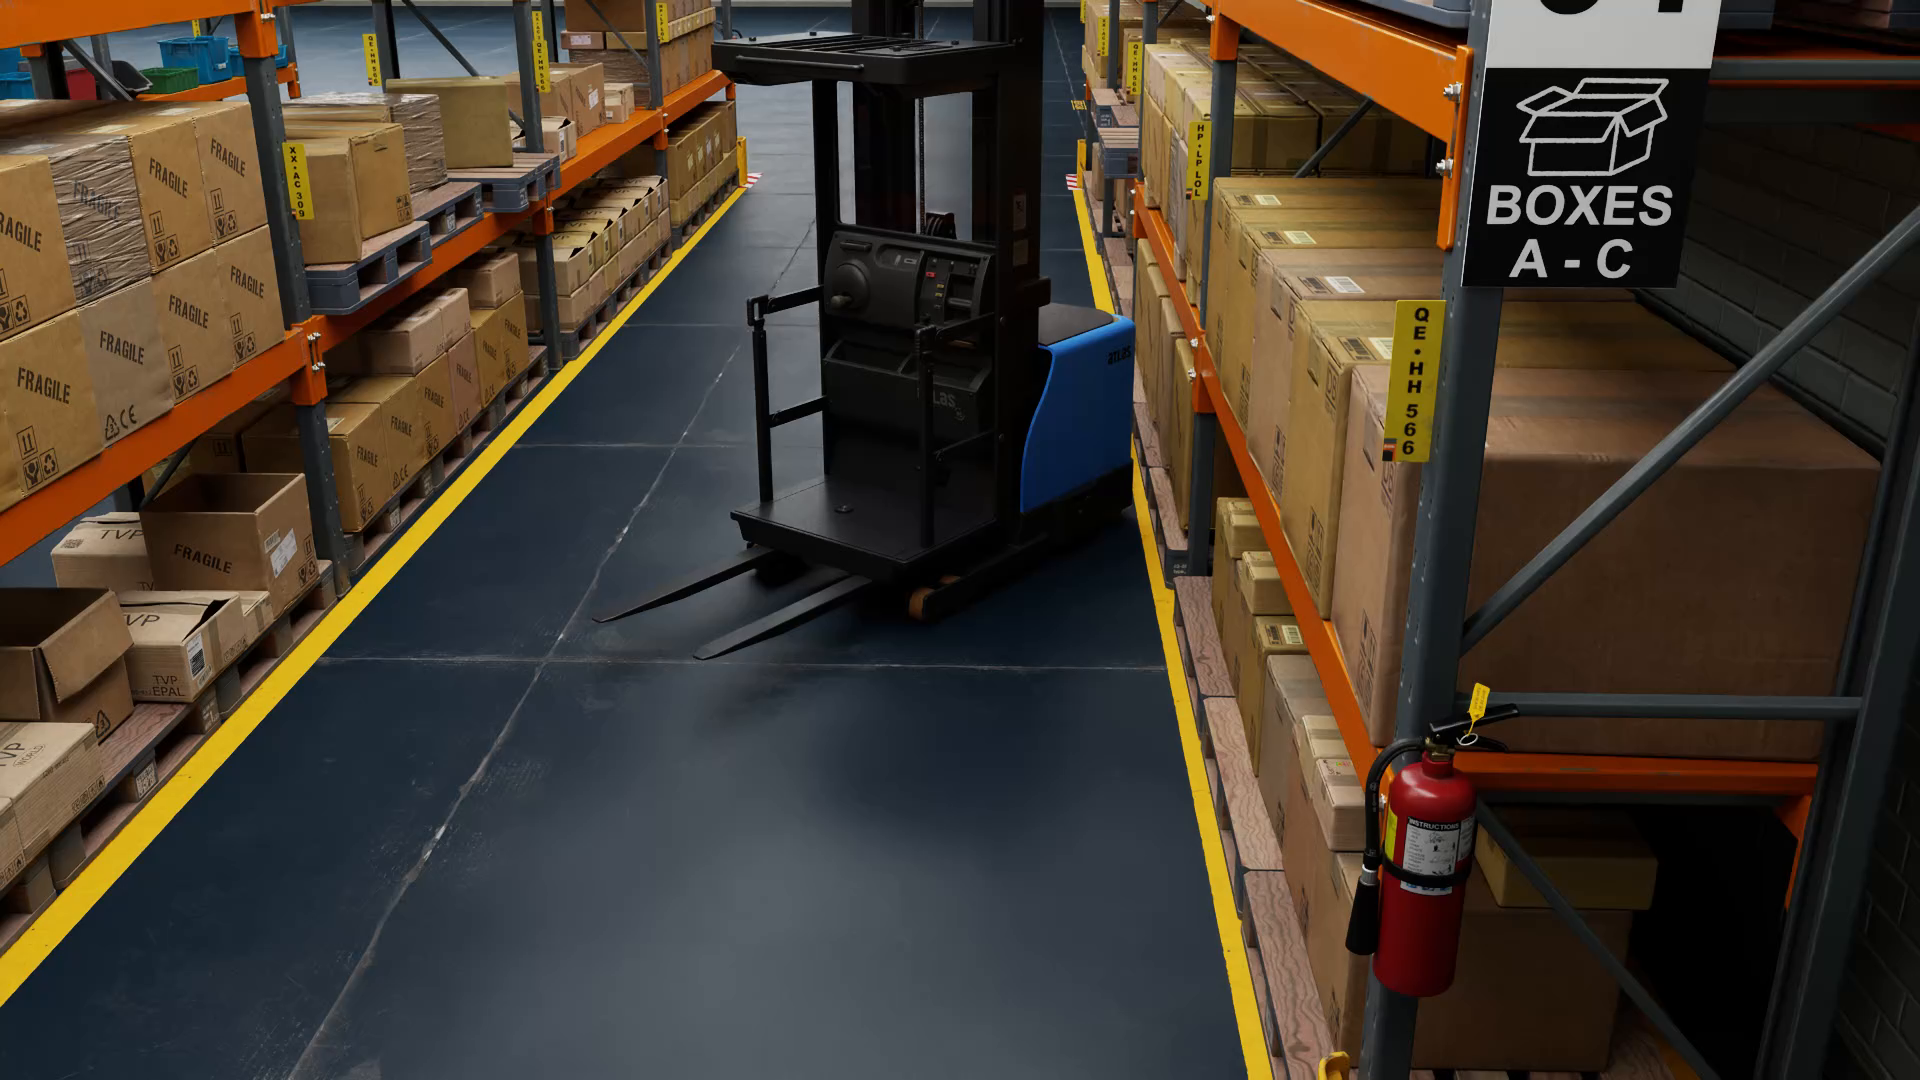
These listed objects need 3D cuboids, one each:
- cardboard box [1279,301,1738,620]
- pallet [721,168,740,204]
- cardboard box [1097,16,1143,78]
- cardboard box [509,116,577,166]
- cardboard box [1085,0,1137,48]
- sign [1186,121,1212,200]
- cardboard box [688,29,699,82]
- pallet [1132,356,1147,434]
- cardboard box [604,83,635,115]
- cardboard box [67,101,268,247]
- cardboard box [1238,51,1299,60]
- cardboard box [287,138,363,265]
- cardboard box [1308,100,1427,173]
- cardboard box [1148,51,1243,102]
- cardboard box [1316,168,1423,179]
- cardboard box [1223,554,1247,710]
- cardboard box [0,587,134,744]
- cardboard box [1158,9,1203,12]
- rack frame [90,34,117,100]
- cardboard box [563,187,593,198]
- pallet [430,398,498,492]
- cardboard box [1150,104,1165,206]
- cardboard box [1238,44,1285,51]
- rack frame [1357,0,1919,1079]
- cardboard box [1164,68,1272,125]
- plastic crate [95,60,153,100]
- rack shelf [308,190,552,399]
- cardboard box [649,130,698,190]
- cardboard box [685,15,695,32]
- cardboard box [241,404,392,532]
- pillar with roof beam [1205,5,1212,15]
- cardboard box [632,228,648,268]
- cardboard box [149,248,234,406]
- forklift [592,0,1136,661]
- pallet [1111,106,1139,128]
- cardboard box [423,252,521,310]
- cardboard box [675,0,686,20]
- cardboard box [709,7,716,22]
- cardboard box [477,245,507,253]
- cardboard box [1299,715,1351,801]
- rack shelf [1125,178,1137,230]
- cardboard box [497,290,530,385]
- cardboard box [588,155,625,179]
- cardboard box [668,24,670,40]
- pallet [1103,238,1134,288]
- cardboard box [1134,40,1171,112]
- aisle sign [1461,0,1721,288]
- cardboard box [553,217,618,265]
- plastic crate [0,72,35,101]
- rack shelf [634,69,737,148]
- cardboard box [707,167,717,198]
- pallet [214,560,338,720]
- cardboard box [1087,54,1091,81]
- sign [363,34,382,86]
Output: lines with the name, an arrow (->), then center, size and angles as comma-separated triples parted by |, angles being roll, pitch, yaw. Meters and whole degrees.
cardboard box -> 1.447, -0.234, 4.570 | 0.980, 0.700, 0.700 | 0, 21, 1
pallet -> -3.016, -3.908, 18.308 | 1.003, 0.211, 1.213 | 1, 21, 2
cardboard box -> 1.500, -4.448, 14.990 | 0.500, 0.500, 0.500 | 1, 21, 1
cardboard box -> -3.057, -2.872, 11.906 | 0.500, 0.311, 0.500 | 0, 21, 1
cardboard box -> 1.577, -5.372, 17.371 | 0.500, 0.500, 0.500 | 1, 21, 2
sign -> 1.009, -1.598, 7.009 | 0.100, 0.325, 0.005 | 1, 21, 2
cardboard box -> -3.094, -4.993, 17.112 | 0.700, 0.500, 0.500 | 1, 21, 2
pallet -> 1.574, -0.955, 10.697 | 1.003, 0.211, 1.213 | 1, 21, 2
cardboard box -> -3.128, -3.790, 14.357 | 0.500, 0.250, 0.500 | 2, 21, 5
cardboard box -> -3.156, -1.473, 6.657 | 0.500, 0.500, 0.500 | 1, 21, 2
cardboard box -> 1.900, -2.729, 9.802 | 0.500, 0.250, 0.500 | 0, 21, 0
cardboard box -> -3.162, -1.557, 7.676 | 0.700, 0.500, 0.500 | -7, 22, -17
cardboard box -> 1.826, -1.800, 7.408 | 0.500, 0.250, 0.500 | 1, 21, 3
cardboard box -> 1.386, -2.727, 9.798 | 0.500, 0.250, 0.500 | 0, 21, 1
cardboard box -> 1.818, -1.451, 7.544 | 0.500, 0.500, 0.500 | 0, 21, 0
cardboard box -> 1.408, 0.328, 6.412 | 0.700, 0.500, 0.500 | 0, 21, 1
cardboard box -> -3.452, 0.492, 5.956 | 0.797, 0.503, 0.637 | 1, 21, 2
cardboard box -> 2.058, -4.809, 15.919 | 0.500, 0.500, 0.500 | 1, 21, 3
rack frame -> -8.107, -4.094, 14.934 | 1.000, 3.000, 0.127 | 1, 21, 2
cardboard box -> -3.438, -2.886, 14.265 | 0.500, 0.311, 0.500 | 0, 21, 1
pallet -> -3.378, -0.582, 9.738 | 1.003, 0.211, 1.213 | 1, 21, 2
cardboard box -> 1.361, -2.192, 9.454 | 0.500, 0.500, 0.500 | 1, 21, 1
cardboard box -> 1.919, -2.916, 10.284 | 0.500, 0.250, 0.500 | 1, 21, 3
rack frame -> 1.427, 0.354, 3.471 | 0.949, 2.616, 0.053 | 1, 21, 2
cardboard box -> 1.366, -2.362, 8.856 | 0.500, 0.250, 0.500 | 0, 21, 1
plastic crate -> -7.964, -4.253, 15.429 | 0.767, 0.338, 0.504 | 1, 21, 2
rack shelf -> -3.339, -1.533, 9.329 | 1.077, 0.370, 4.000 | 1, 21, 2
cardboard box -> -2.822, -3.647, 15.965 | 0.500, 0.500, 0.500 | 1, 21, 2
cardboard box -> -2.894, -5.225, 16.814 | 0.380, 0.149, 0.250 | 1, 21, 3
cardboard box -> -3.141, -0.358, 8.151 | 0.500, 0.500, 0.500 | 0, 21, -1
pillar with roof beam -> -1.543, -8.013, 16.740 | 9.100, 9.000, 0.400 | 1, 21, 2
cardboard box -> -2.912, -2.431, 13.868 | 0.500, 0.250, 0.500 | 1, 21, 3
cardboard box -> -3.173, -0.822, 6.363 | 0.500, 0.500, 0.500 | 1, 21, 3
forklift -> -0.380, -1.187, 7.536 | 1.130, 2.935, 3.031 | 15, 26, 35
pallet -> 1.693, -3.166, 12.806 | 1.003, 0.211, 1.213 | 1, 21, 2
cardboard box -> -3.069, -1.620, 10.368 | 0.500, 0.250, 0.500 | 1, 21, 4
cardboard box -> -3.103, -5.395, 16.354 | 0.700, 0.500, 0.500 | 1, 21, 2
cardboard box -> -2.856, -5.693, 18.020 | 0.380, 0.149, 0.250 | 0, 21, 1
cardboard box -> -3.508, -1.959, 11.877 | 0.500, 0.311, 0.500 | 1, 21, 3
cardboard box -> 1.180, 0.626, 4.748 | 0.380, 0.149, 0.250 | 1, 21, 3
rack shelf -> 1.734, -2.927, 12.919 | 1.077, 0.370, 4.000 | 1, 21, 2
cardboard box -> -3.072, -1.291, 10.557 | 0.500, 0.500, 0.500 | 1, 21, 4
cardboard box -> -3.334, -3.652, 15.979 | 0.500, 0.500, 0.500 | 1, 21, 2
cardboard box -> -2.934, -4.761, 15.618 | 0.380, 0.149, 0.250 | 0, 21, 1
pallet -> 1.773, -2.404, 14.432 | 1.003, 0.211, 1.213 | 1, 21, 2
cardboard box -> 1.733, -3.613, 12.947 | 0.700, 0.500, 0.500 | 4, 21, 9
aisle sign -> 1.128, -0.835, 2.942 | 0.394, 0.787, 0.004 | 1, 21, 2
cardboard box -> -2.943, -2.328, 12.827 | 0.500, 0.311, 0.500 | 0, 21, 0
plastic crate -> -7.830, -3.684, 13.900 | 0.392, 0.384, 0.575 | 1, 21, 2
rack shelf -> -3.096, -4.426, 16.784 | 1.077, 0.370, 4.000 | 1, 21, 2
cardboard box -> -2.789, -3.659, 17.032 | 0.500, 0.250, 0.500 | 1, 21, 2
pallet -> -3.422, 0.403, 7.199 | 1.003, 0.211, 1.213 | 1, 21, 2
cardboard box -> 1.562, -4.826, 16.999 | 0.500, 0.250, 0.500 | 0, 21, 1
sign -> -3.833, -3.137, 10.866 | 0.100, 0.325, 0.005 | 1, 21, 2
